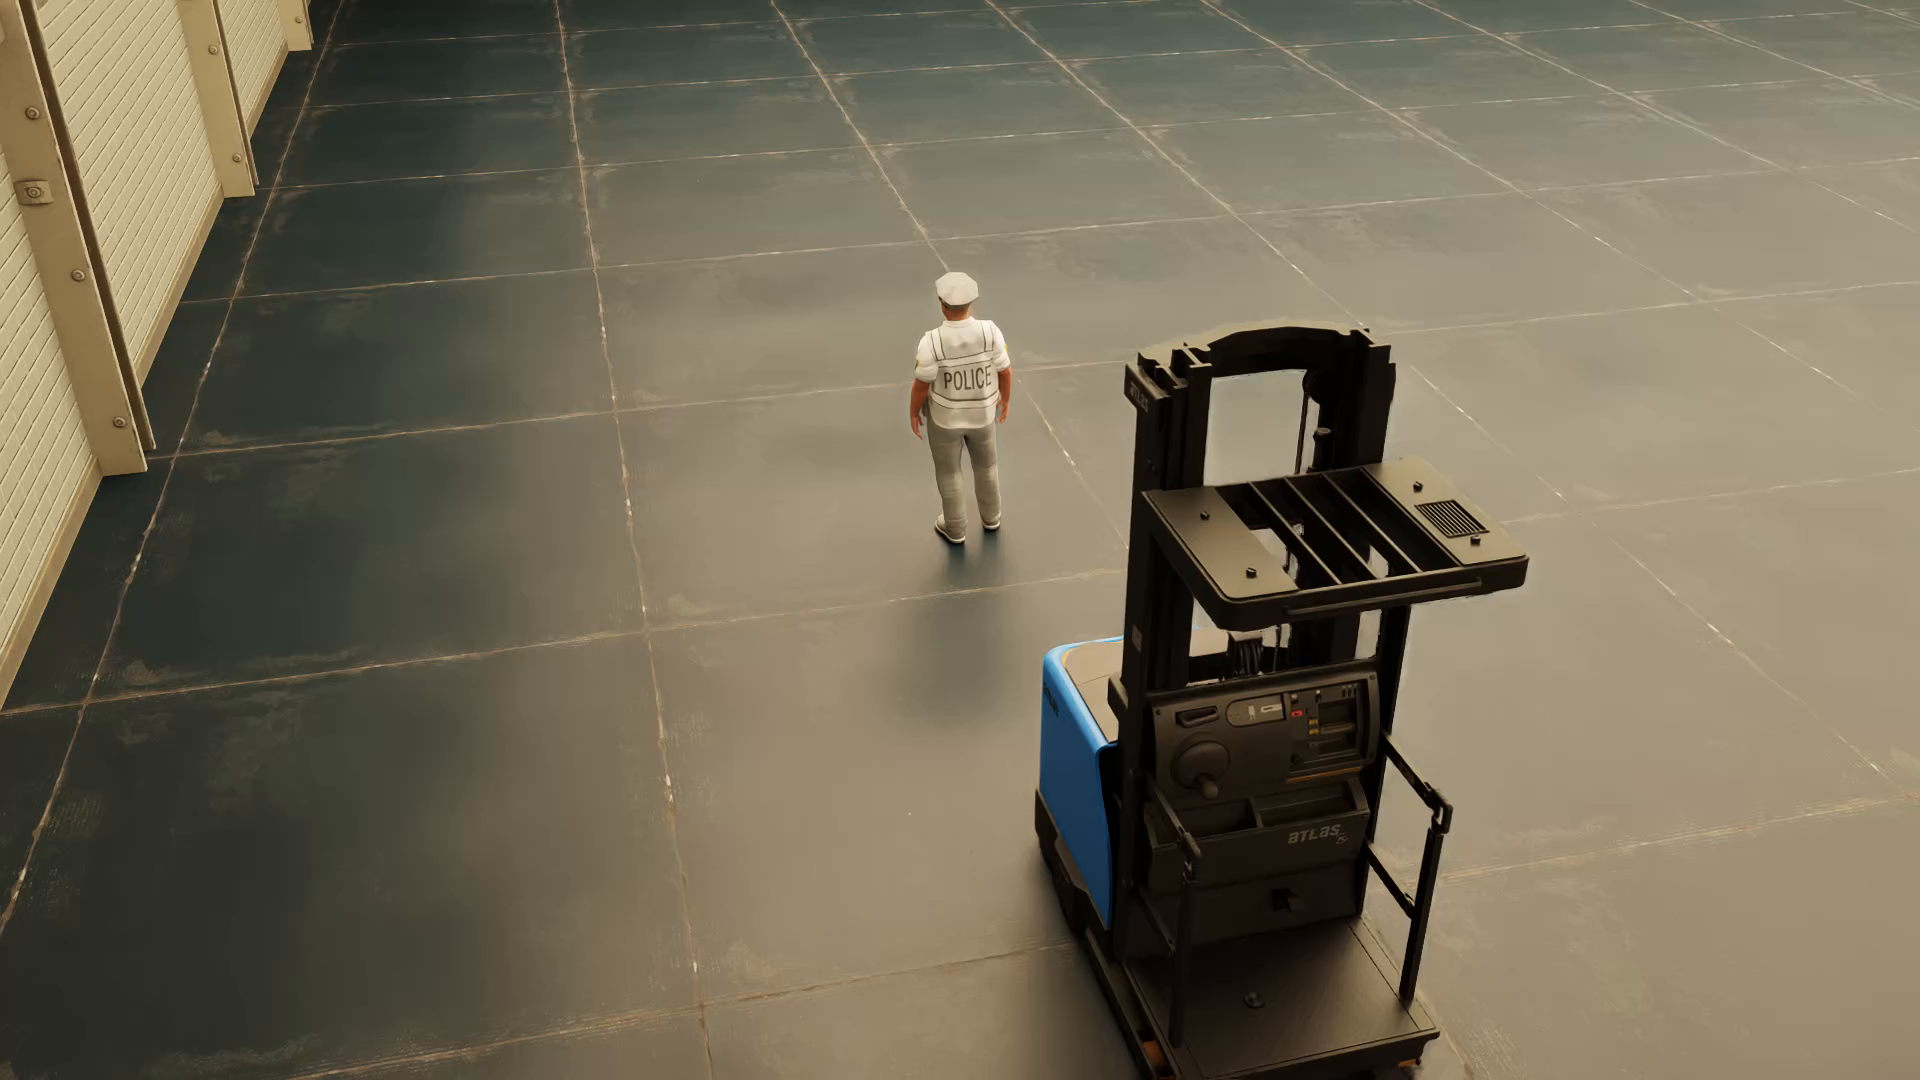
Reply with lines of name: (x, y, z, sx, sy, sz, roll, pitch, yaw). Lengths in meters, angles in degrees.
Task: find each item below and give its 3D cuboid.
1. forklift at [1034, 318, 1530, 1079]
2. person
forklift: (1.235, 0.795, 6.201, 1.130, 2.935, 3.031, -8, 31, -13)
person: (-0.007, -0.817, 10.118, 0.641, 1.780, 0.574, -7, 31, -12)
